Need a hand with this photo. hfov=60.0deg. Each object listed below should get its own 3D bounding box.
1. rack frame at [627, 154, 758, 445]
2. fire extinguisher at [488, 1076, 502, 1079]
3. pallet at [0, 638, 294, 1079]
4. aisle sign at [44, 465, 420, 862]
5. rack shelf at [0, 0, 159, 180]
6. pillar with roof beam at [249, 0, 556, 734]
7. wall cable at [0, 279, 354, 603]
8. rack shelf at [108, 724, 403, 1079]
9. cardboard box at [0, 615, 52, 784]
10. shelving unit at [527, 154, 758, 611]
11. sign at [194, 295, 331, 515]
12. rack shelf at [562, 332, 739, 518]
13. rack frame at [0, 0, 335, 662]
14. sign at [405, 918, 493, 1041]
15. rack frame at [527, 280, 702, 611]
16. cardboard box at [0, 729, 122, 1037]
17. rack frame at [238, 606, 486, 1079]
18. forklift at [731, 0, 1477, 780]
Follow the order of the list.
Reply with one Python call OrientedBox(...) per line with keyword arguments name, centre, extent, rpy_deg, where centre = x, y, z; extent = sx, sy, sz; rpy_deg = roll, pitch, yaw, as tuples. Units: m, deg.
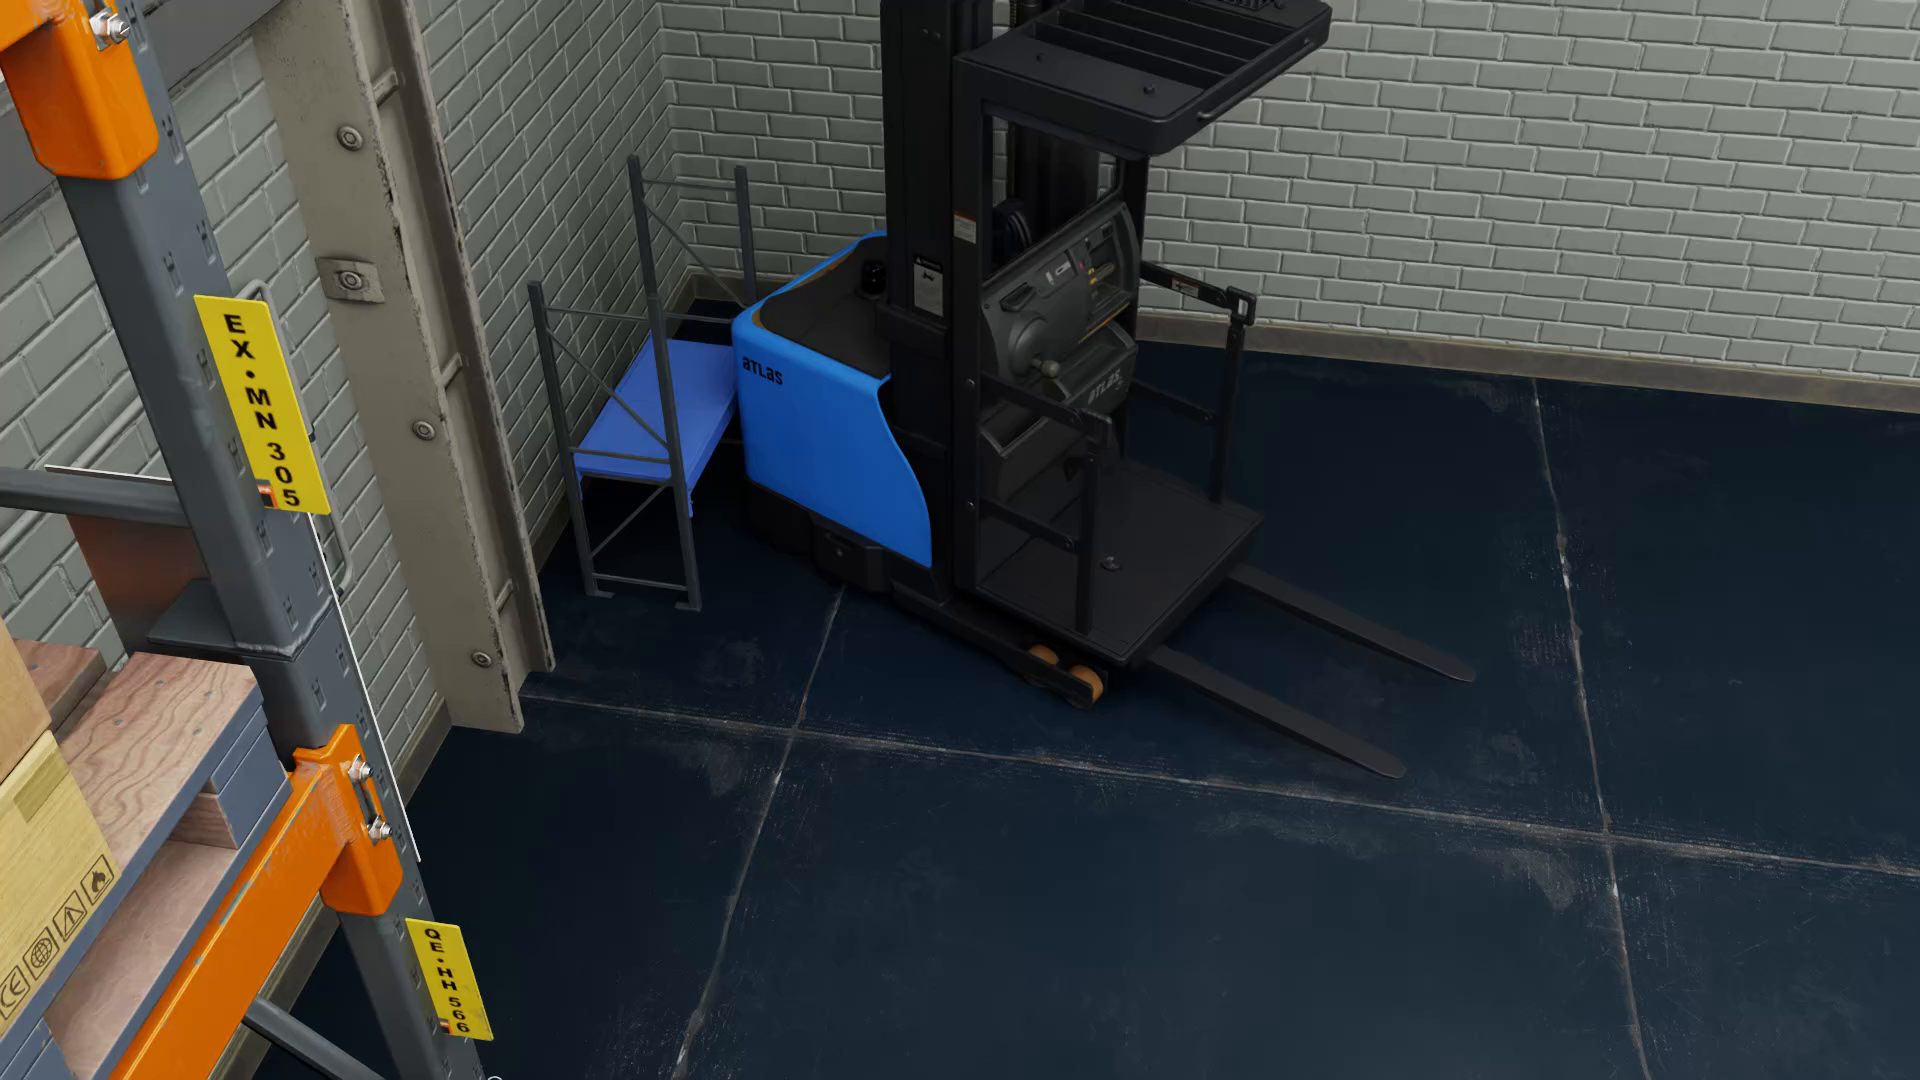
OrientedBox(name="rack frame", centre=(-1.112, -0.958, 7.232), extent=(0.500, 1.500, 0.032), rpy_deg=(8, 40, 9))
OrientedBox(name="fire extinguisher", centre=(-0.936, 1.363, 3.601), extent=(0.296, 0.674, 0.183), rpy_deg=(6, 40, 8))
OrientedBox(name="pallet", centre=(-1.534, 0.578, 1.913), extent=(1.003, 0.211, 1.213), rpy_deg=(6, 40, 8))
OrientedBox(name="aisle sign", centre=(-1.108, 0.219, 2.591), extent=(0.394, 0.787, 0.004), rpy_deg=(6, 40, 8))
OrientedBox(name="rack shelf", centre=(-1.762, 0.607, 0.332), extent=(1.077, 0.370, 4.000), rpy_deg=(6, 40, 8))
OrientedBox(name="pillar with roof beam", centre=(2.439, -2.394, 3.084), extent=(9.100, 9.000, 0.400), rpy_deg=(6, 40, 8))
OrientedBox(name="wall cable", centre=(-2.126, -0.067, 4.179), extent=(0.084, 1.984, 1.851), rpy_deg=(6, 40, 8))
OrientedBox(name="rack shelf", centre=(-1.762, 1.609, 1.160), extent=(1.077, 0.370, 4.000), rpy_deg=(6, 40, 8))
OrientedBox(name="cardboard box", centre=(-1.274, 0.135, 1.500), extent=(0.500, 0.500, 0.500), rpy_deg=(6, 40, 8))
OrientedBox(name="shelving unit", centre=(-1.216, -0.641, 6.848), extent=(0.538, 1.500, 1.048), rpy_deg=(8, 40, 9))
OrientedBox(name="sign", centre=(-0.884, -0.165, 2.109), extent=(0.100, 0.325, 0.005), rpy_deg=(6, 40, 8))
OrientedBox(name="rack shelf", centre=(-1.216, -0.502, 6.963), extent=(0.538, 0.185, 1.000), rpy_deg=(8, 40, 9))
OrientedBox(name="rack frame", centre=(-1.416, -1.079, 1.493), extent=(1.000, 3.000, 0.127), rpy_deg=(6, 40, 8))
OrientedBox(name="sign", centre=(-0.884, 0.764, 2.877), extent=(0.100, 0.325, 0.005), rpy_deg=(6, 40, 8))
OrientedBox(name="rack frame", centre=(-1.319, -0.324, 6.465), extent=(0.500, 1.500, 0.032), rpy_deg=(8, 40, 9))
OrientedBox(name="cardboard box", centre=(-1.281, 0.423, 1.740), extent=(0.500, 0.250, 0.500), rpy_deg=(8, 40, 9))
OrientedBox(name="rack frame", centre=(-1.416, 1.233, 3.405), extent=(1.000, 3.000, 0.127), rpy_deg=(6, 40, 8))
OrientedBox(name="forklift", centre=(0.548, -0.863, 5.993), extent=(3.031, 2.935, 1.130), rpy_deg=(26, 46, 28))
